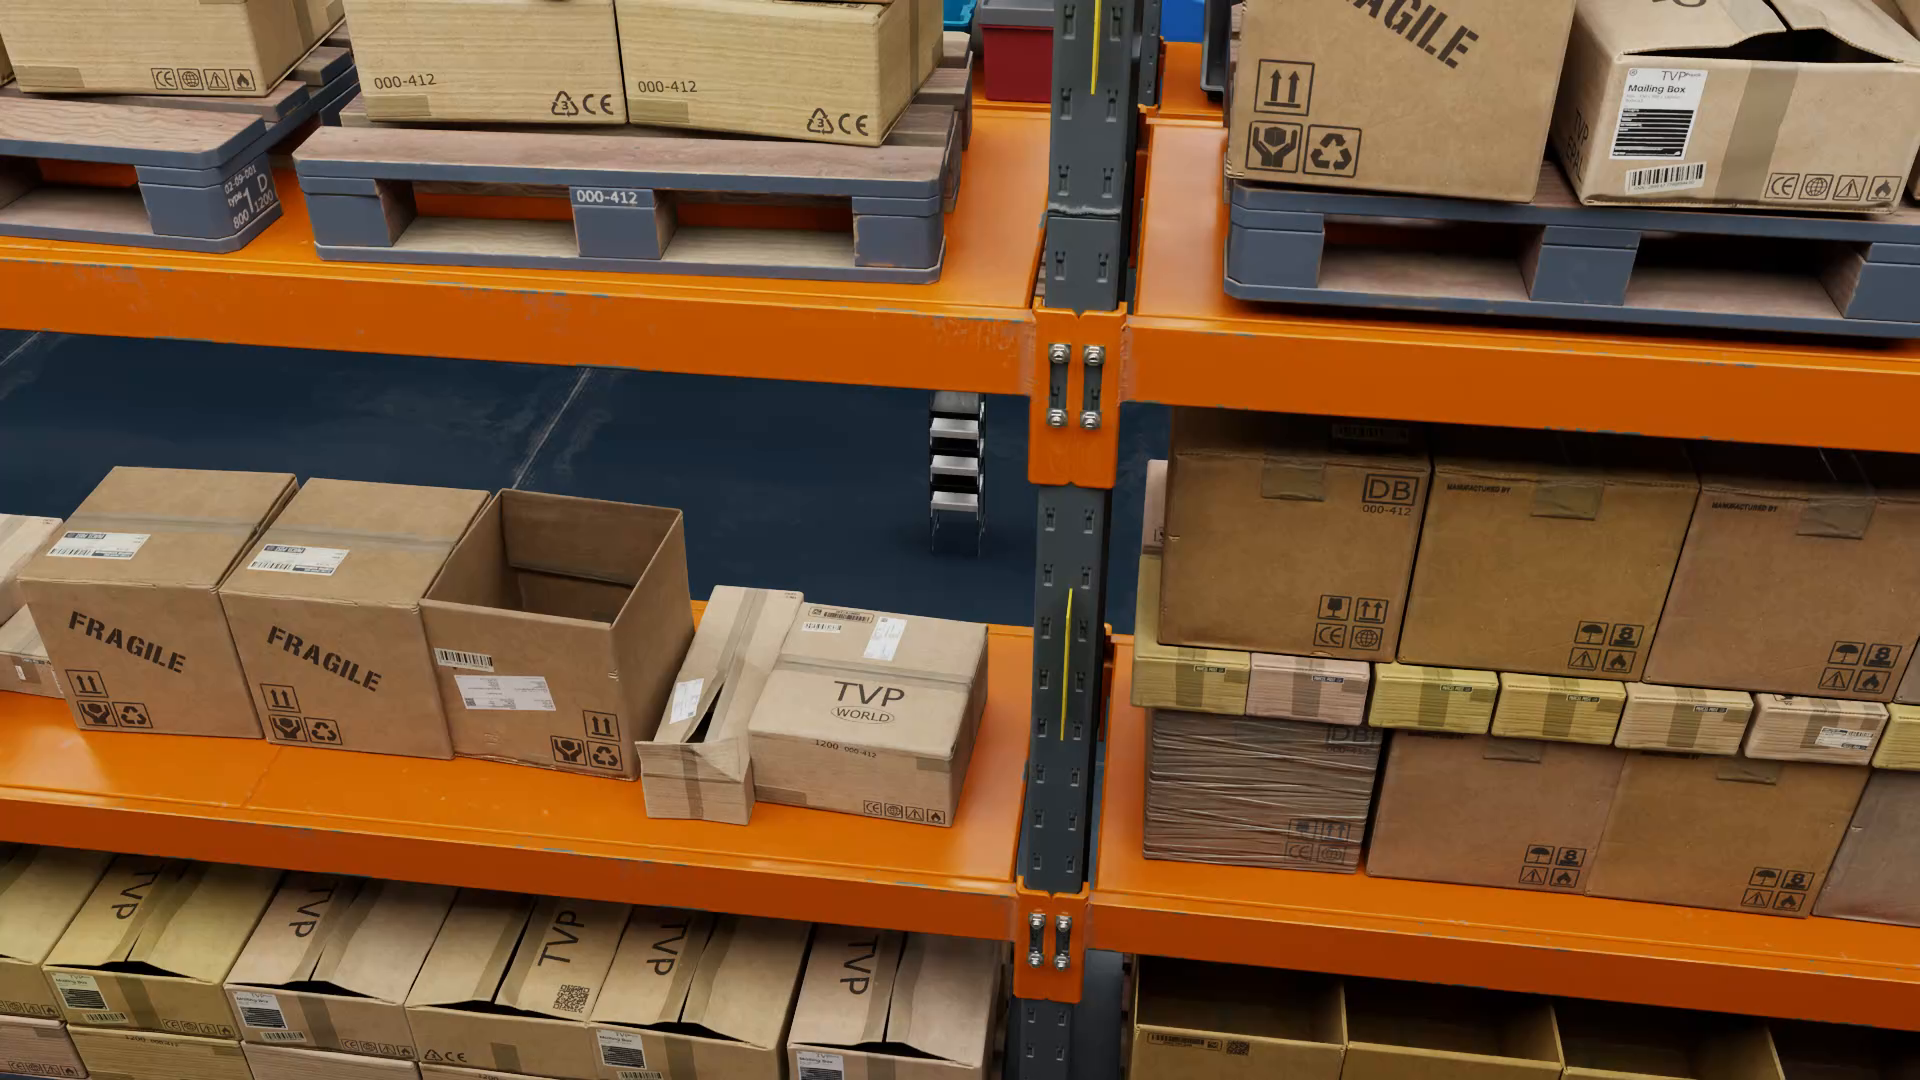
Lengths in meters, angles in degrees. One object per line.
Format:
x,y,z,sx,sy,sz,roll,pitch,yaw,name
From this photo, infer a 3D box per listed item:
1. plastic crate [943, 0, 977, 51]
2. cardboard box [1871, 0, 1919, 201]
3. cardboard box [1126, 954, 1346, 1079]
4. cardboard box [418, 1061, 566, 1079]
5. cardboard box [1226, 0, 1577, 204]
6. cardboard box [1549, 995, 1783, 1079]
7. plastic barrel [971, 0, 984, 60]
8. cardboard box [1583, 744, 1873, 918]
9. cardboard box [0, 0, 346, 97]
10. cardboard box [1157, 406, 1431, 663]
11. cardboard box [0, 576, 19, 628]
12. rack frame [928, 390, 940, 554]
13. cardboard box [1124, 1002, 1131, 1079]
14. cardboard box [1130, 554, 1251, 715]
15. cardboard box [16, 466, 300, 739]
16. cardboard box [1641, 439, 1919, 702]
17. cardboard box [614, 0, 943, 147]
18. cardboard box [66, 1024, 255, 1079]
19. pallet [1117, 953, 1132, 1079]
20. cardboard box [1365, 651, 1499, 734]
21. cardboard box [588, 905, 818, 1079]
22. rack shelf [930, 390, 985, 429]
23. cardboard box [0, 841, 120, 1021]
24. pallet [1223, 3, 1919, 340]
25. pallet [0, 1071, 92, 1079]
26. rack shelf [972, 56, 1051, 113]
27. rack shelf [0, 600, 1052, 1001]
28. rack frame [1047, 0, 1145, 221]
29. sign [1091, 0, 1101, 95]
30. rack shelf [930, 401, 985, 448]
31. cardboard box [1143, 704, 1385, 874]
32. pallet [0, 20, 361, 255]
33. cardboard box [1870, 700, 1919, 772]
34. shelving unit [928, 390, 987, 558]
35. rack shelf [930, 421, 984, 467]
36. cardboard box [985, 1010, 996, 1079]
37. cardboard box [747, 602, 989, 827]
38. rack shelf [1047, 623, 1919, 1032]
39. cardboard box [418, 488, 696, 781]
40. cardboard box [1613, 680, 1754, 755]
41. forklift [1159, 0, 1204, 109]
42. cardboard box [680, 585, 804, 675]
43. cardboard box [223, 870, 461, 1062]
-0.223,-2.369,8.001,0.575,0.384,0.392,4,36,6,plastic crate
1.893,-0.916,2.798,0.637,0.503,0.797,8,36,11,cardboard box
0.696,1.238,4.293,0.500,0.500,0.500,4,36,6,cardboard box
-1.181,1.389,4.727,0.500,0.250,0.500,5,36,7,cardboard box
0.742,-0.920,2.807,0.500,0.500,0.500,7,36,10,cardboard box
1.688,1.312,4.189,0.500,0.500,0.500,4,36,6,cardboard box
-0.010,-2.726,8.370,0.433,0.535,0.433,0,36,0,plastic barrel
1.738,0.444,3.960,0.500,0.500,0.700,5,36,7,cardboard box
-1.613,-1.127,3.433,0.500,0.250,0.500,1,36,2,cardboard box
0.717,-0.159,3.688,0.500,0.500,0.700,4,36,6,cardboard box
-2.829,0.299,4.326,0.500,0.311,0.500,4,36,5,cardboard box
-0.109,-0.374,7.000,0.006,0.900,0.240,4,36,6,rack frame
0.697,1.538,4.519,0.500,0.250,0.500,4,36,6,cardboard box
0.518,0.207,3.733,0.250,0.149,0.380,4,36,6,cardboard box
-2.025,0.159,4.360,0.500,0.500,0.500,2,36,3,cardboard box
1.715,-0.085,3.584,0.500,0.500,0.700,4,36,6,cardboard box
-0.334,-1.001,3.257,0.500,0.250,0.500,8,36,11,cardboard box
-2.194,1.312,4.834,0.500,0.250,0.500,3,36,5,cardboard box
1.059,1.598,4.829,1.213,0.211,1.003,4,36,6,pallet
1.023,0.244,3.682,0.250,0.149,0.380,3,36,5,cardboard box
-0.679,1.201,4.508,0.500,0.311,0.500,5,36,7,cardboard box
-0.008,-0.560,6.852,0.200,0.077,0.258,4,36,6,rack shelf
-2.687,1.046,4.724,0.500,0.311,0.500,3,36,5,cardboard box
1.125,-0.756,3.222,1.213,0.211,1.003,4,36,6,pallet
-2.880,1.303,5.243,1.213,0.211,1.003,4,36,6,pallet
-1.073,-2.328,8.550,4.000,0.370,1.077,4,36,6,rack shelf
-1.708,0.525,4.551,4.000,0.370,1.077,4,36,6,rack shelf
0.276,-2.061,2.392,0.127,3.000,1.000,4,36,6,rack frame
0.217,-0.866,2.583,0.005,0.325,0.100,4,36,6,sign
-0.008,-0.486,6.904,0.200,0.077,0.258,4,36,6,rack shelf
0.717,0.369,4.065,0.500,0.500,0.700,3,36,5,cardboard box
-1.897,-0.980,3.621,1.213,0.211,1.003,6,36,8,pallet
2.055,0.320,3.575,0.250,0.149,0.380,4,36,6,cardboard box
-0.008,-0.367,6.989,0.210,0.900,0.258,4,36,6,shelving unit
-0.008,-0.413,6.957,0.200,0.077,0.258,4,36,6,rack shelf
-0.172,1.465,4.621,0.500,0.250,0.500,4,36,6,cardboard box
-0.218,0.430,4.194,0.500,0.250,0.500,6,36,9,cardboard box
2.260,0.821,4.136,4.000,0.370,1.077,4,36,6,rack shelf
-1.006,0.235,4.253,0.500,0.500,0.500,7,36,9,cardboard box
1.531,0.282,3.628,0.250,0.149,0.380,3,36,4,cardboard box
1.185,-4.220,10.640,1.130,2.935,3.031,-27,43,-32,forklift
-0.577,0.299,4.465,0.250,0.149,0.380,4,36,6,cardboard box
-1.672,1.123,4.617,0.500,0.311,0.500,4,36,5,cardboard box
